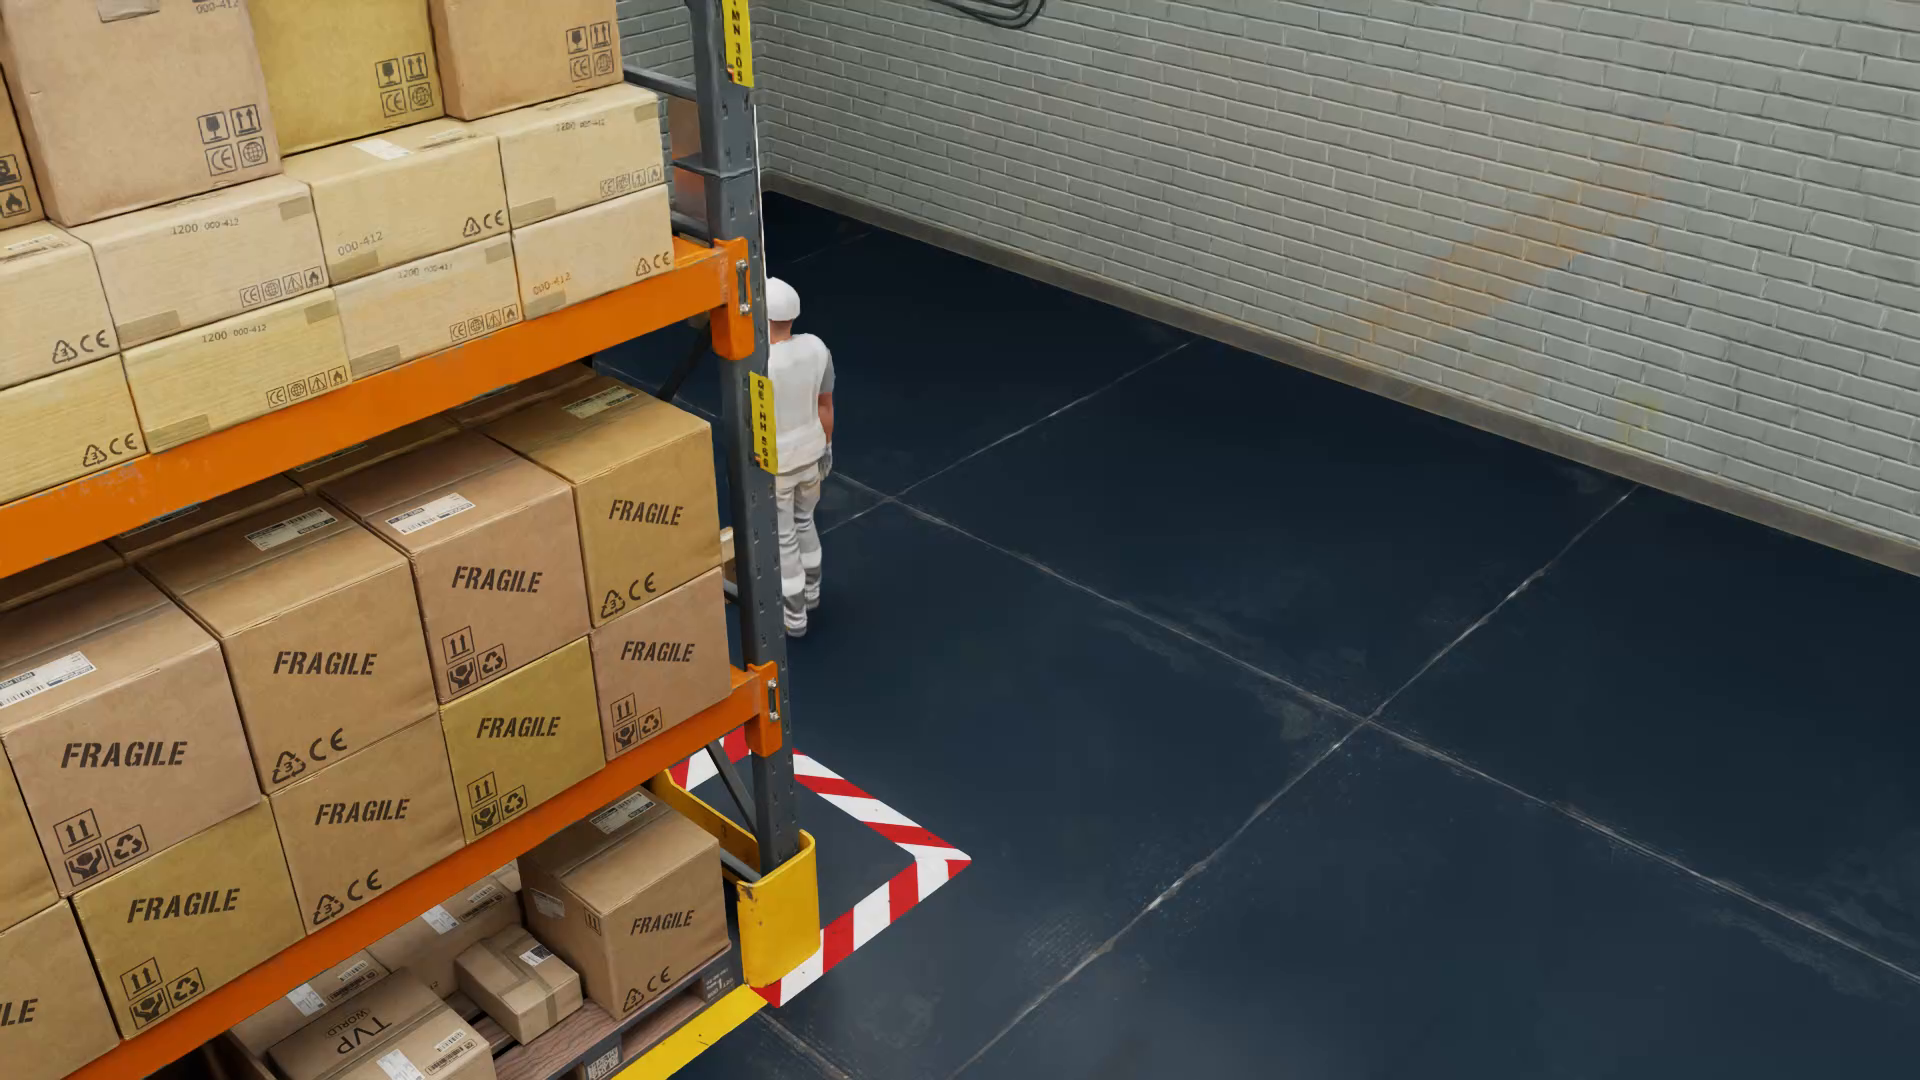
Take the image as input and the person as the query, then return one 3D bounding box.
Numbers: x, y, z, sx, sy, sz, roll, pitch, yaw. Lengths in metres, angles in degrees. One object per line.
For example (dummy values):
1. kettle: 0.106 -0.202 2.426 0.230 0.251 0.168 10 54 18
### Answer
1. person: -0.876 -0.388 7.752 0.461 1.791 0.540 26 40 36
